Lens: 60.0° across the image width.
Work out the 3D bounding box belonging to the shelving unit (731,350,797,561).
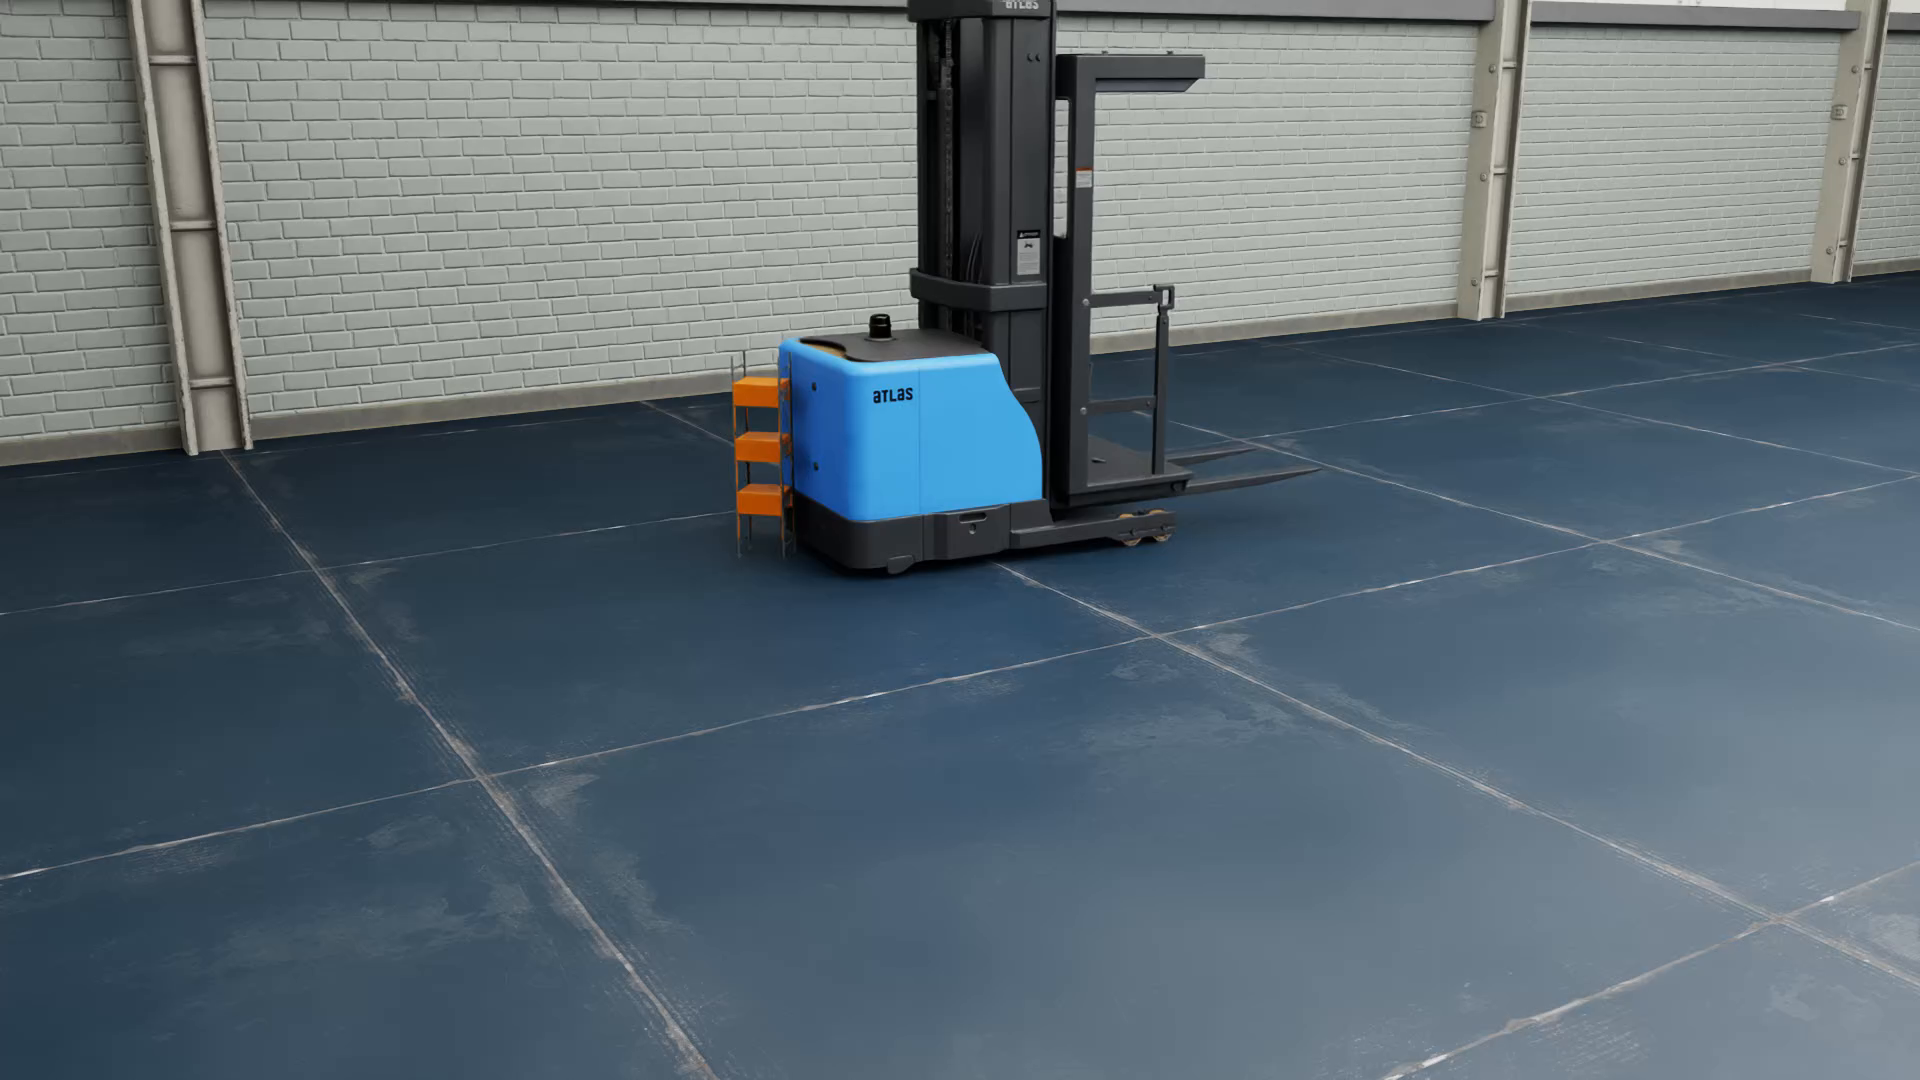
[{"bbox_3d":[-1.001,-0.432,8.507,0.252,1.050,0.215,3,16,12],"label":"shelving unit"}]

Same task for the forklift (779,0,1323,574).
[{"bbox_3d":[0.588,-1.502,8.836,3.031,2.935,1.130,-8,18,-26],"label":"forklift"}]

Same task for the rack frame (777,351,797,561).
[{"bbox_3d":[-0.881,-0.425,8.482,0.008,1.050,0.200,3,16,12],"label":"rack frame"}]

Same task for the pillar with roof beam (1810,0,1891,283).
[{"bbox_3d":[12.690,-6.455,15.266,0.400,9.000,9.100,-9,18,-30],"label":"pillar with roof beam"}]

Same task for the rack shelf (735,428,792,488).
[{"bbox_3d":[-1.001,-0.422,8.510,0.240,0.259,0.215,3,16,12],"label":"rack shelf"}]

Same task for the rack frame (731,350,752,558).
[{"bbox_3d":[-1.120,-0.439,8.532,0.008,1.050,0.200,3,16,12],"label":"rack frame"}]

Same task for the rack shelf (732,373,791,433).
[{"bbox_3d":[-1.001,-0.695,8.433,0.240,0.259,0.215,3,16,12],"label":"rack shelf"}]

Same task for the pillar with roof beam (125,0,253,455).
[{"bbox_3d":[-2.739,-3.953,6.340,0.400,9.000,9.100,-9,18,-30],"label":"pillar with roof beam"}]

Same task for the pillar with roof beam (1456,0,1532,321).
[{"bbox_3d":[7.547,-5.621,12.291,0.400,9.000,9.100,-9,18,-30],"label":"pillar with roof beam"}]

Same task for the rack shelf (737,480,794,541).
[{"bbox_3d":[-1.001,-0.154,8.585,0.240,0.259,0.215,3,16,12],"label":"rack shelf"}]
